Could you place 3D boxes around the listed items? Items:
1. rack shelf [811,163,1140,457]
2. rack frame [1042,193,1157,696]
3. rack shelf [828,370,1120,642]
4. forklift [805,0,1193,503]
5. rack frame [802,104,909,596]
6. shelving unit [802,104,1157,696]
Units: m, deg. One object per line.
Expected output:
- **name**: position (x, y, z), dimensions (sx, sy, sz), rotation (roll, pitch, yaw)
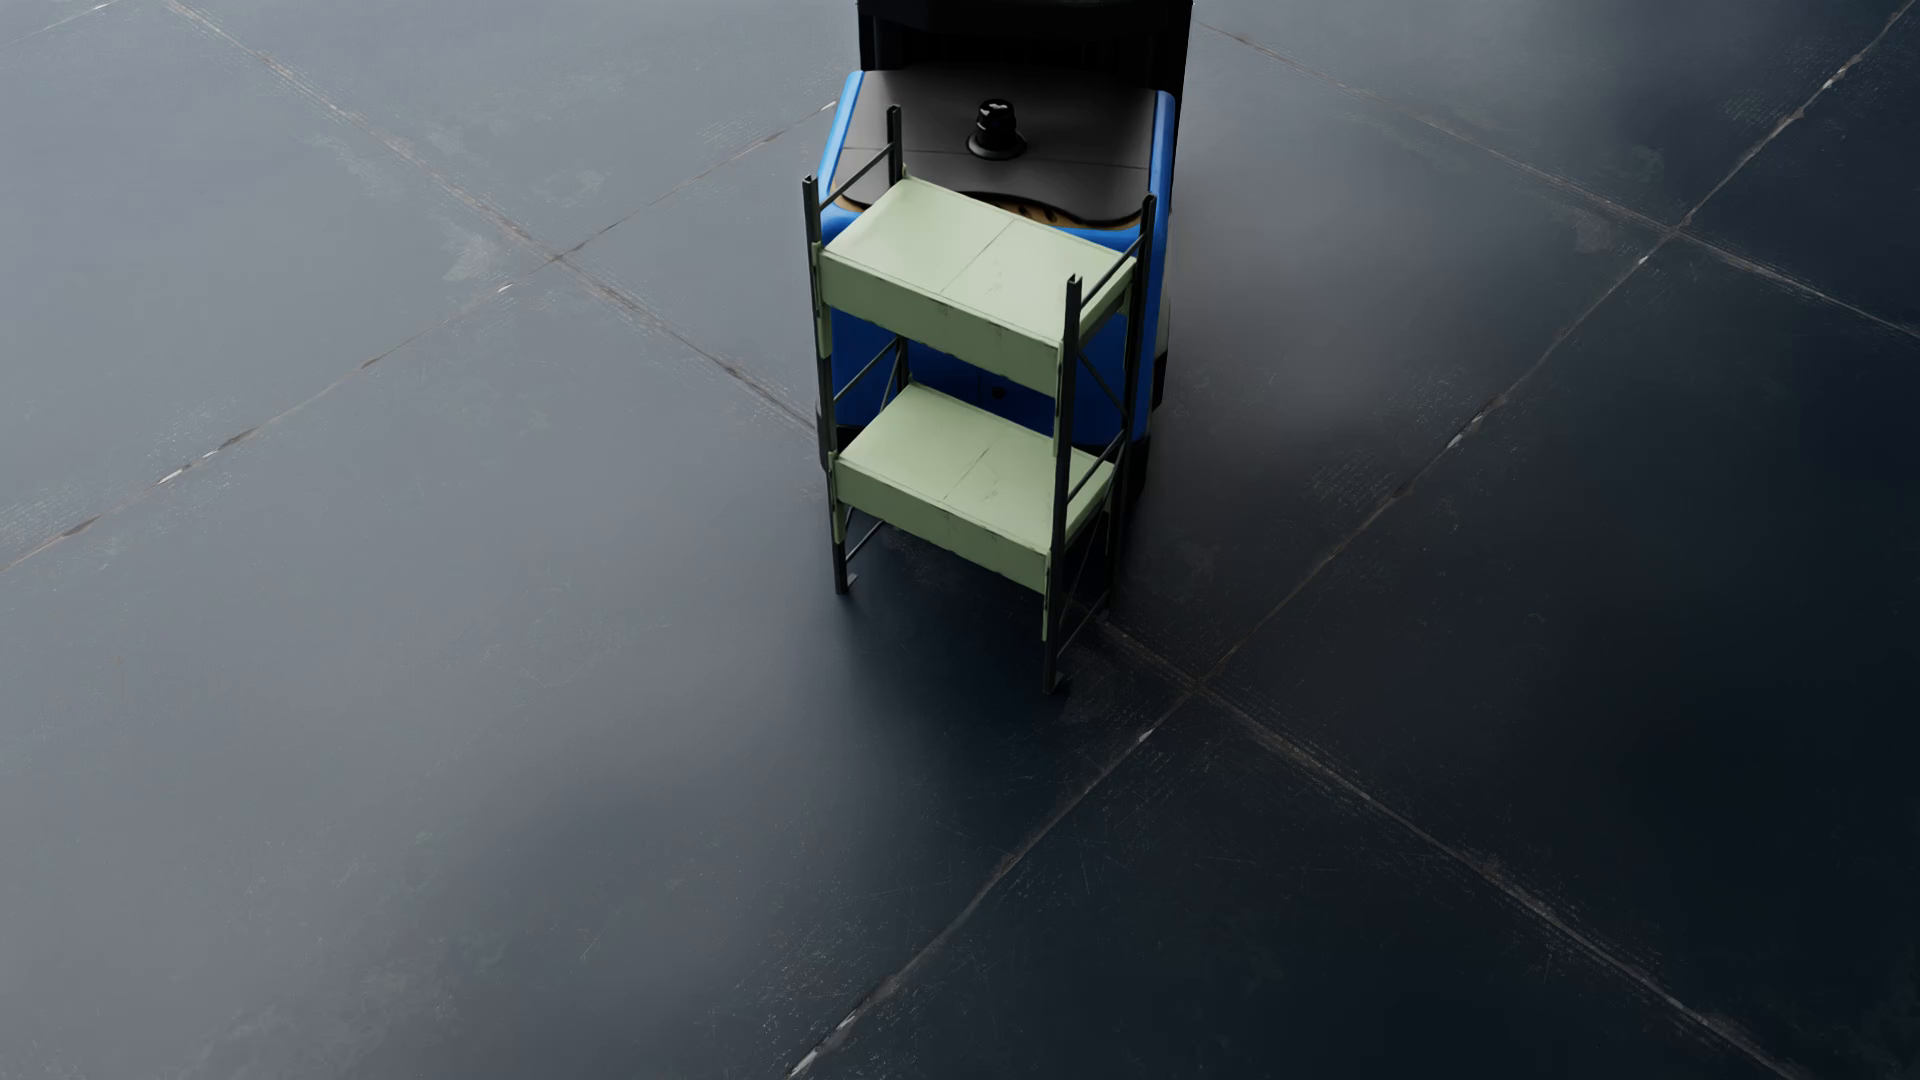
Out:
- **rack shelf**: position (0.045, -0.597, 4.246), dimensions (0.720, 0.370, 0.431), rotation (25, 51, 21)
- **rack frame**: position (0.355, -0.188, 4.398), dimensions (0.023, 1.500, 0.400), rotation (25, 51, 21)
- **rack shelf**: position (0.045, -0.106, 4.768), dimensions (0.720, 0.370, 0.431), rotation (25, 51, 21)
- **forklift**: position (0.239, -2.198, 5.303), dimensions (1.130, 2.935, 3.031), rotation (5, 47, 5)
- **rack frame**: position (-0.266, -0.471, 4.663), dimensions (0.023, 1.500, 0.400), rotation (25, 51, 21)
- **shelving unit**: position (0.045, -0.329, 4.531), dimensions (0.755, 1.500, 0.431), rotation (25, 51, 21)
